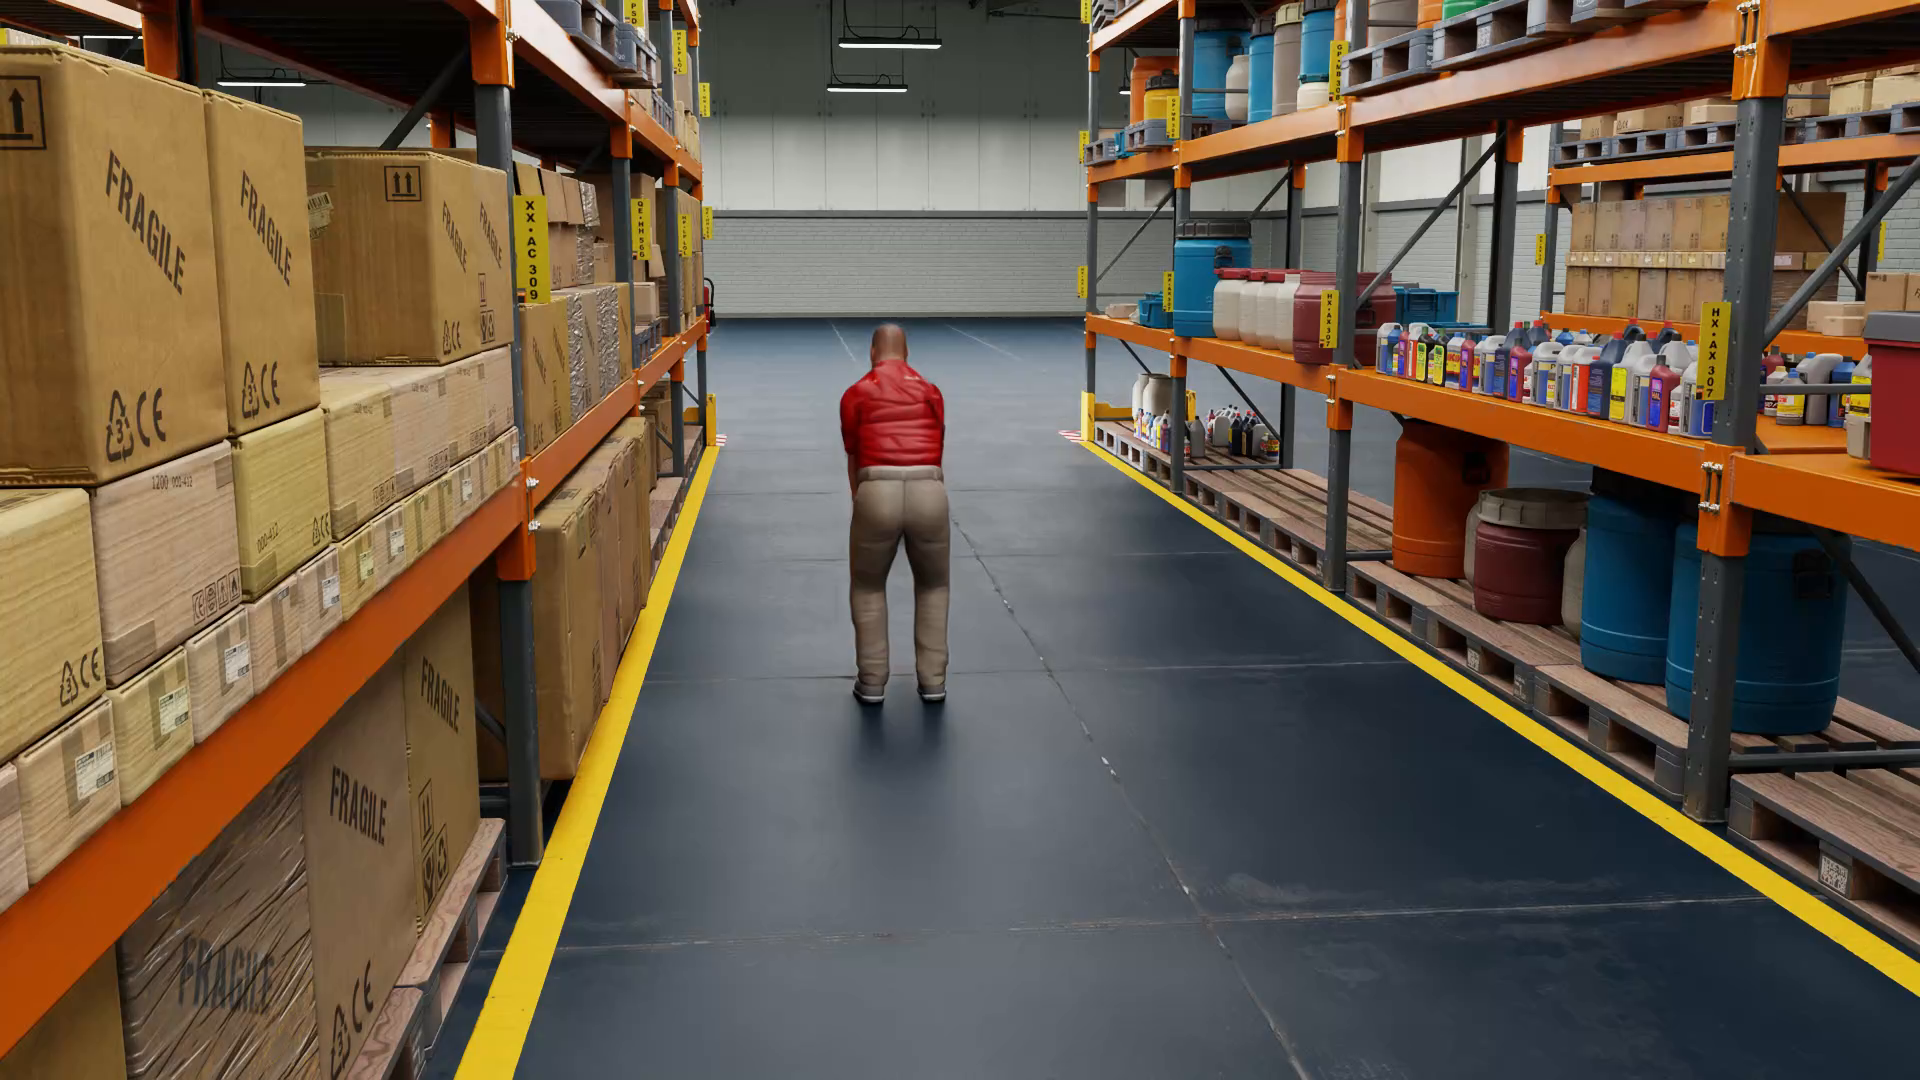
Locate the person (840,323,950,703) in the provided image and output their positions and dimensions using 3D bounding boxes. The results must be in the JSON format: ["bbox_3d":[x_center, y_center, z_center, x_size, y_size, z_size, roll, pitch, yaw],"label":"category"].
[{"bbox_3d":[-0.286,-0.124,7.389,0.477,1.657,0.598,-1,10,-7],"label":"person"}]
